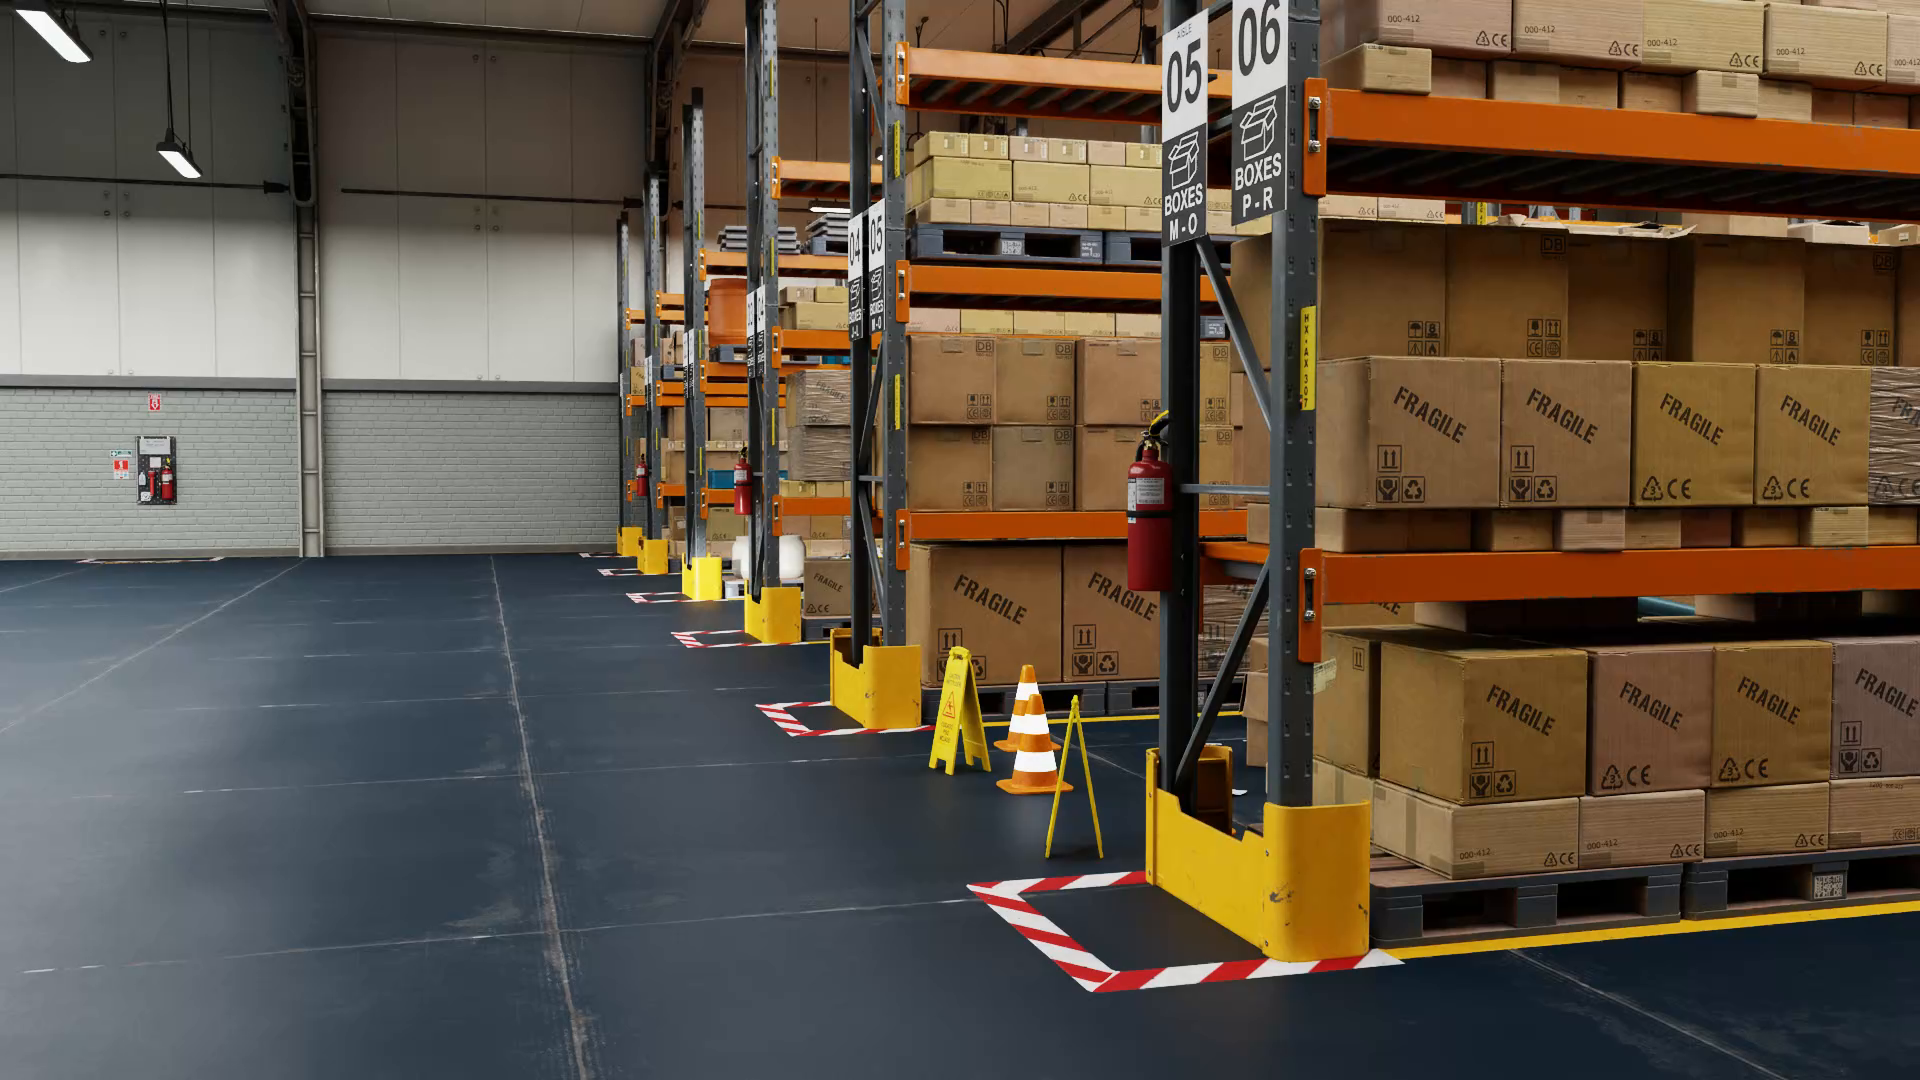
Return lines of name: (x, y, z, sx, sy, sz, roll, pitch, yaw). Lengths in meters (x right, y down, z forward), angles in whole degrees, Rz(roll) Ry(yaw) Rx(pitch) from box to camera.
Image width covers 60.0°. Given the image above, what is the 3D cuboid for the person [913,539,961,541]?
person: (-0.247, -0.118, 18.255, 0.608, 1.780, 0.448, -1, 3, -16)
